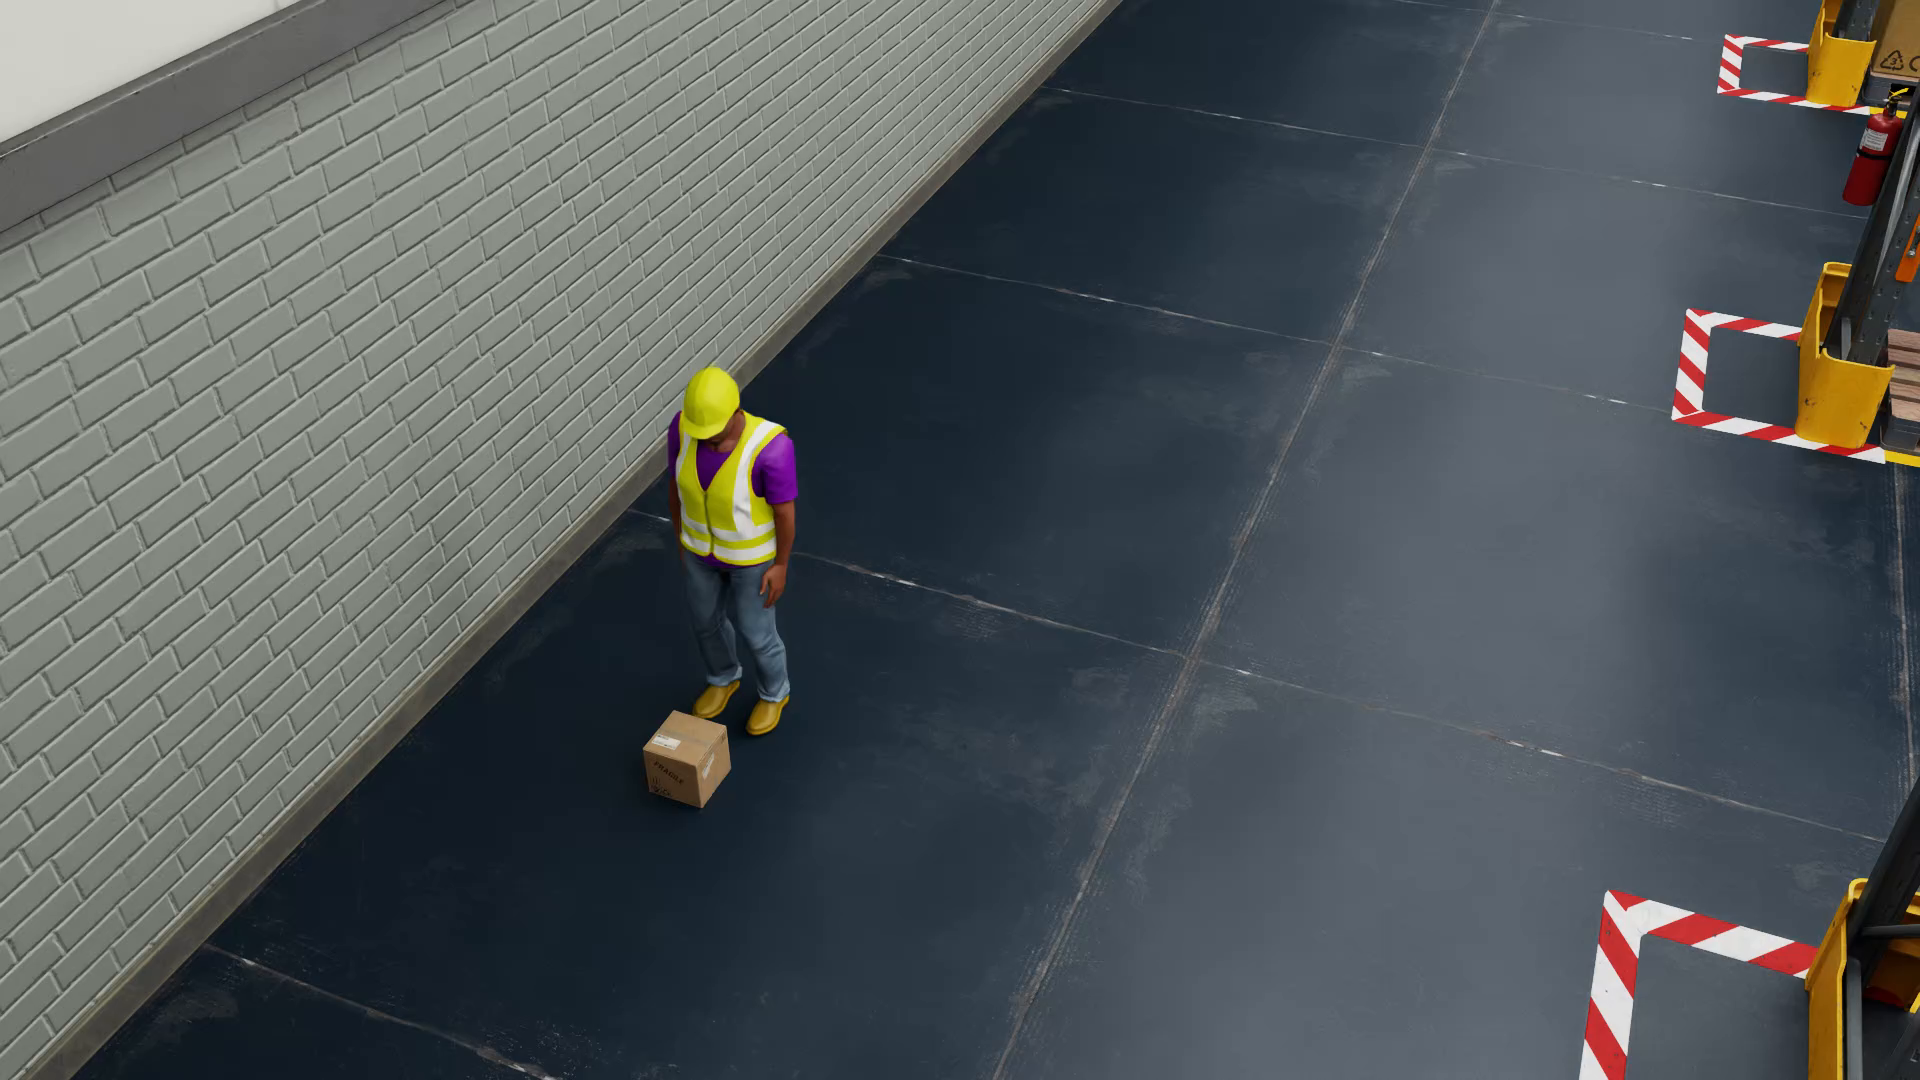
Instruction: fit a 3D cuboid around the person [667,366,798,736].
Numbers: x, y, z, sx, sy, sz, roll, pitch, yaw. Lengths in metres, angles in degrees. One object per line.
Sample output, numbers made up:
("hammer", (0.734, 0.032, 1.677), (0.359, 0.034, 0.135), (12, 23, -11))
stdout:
("person", (-0.922, 0.043, 6.759), (0.575, 1.749, 0.390), (15, 40, 19))
